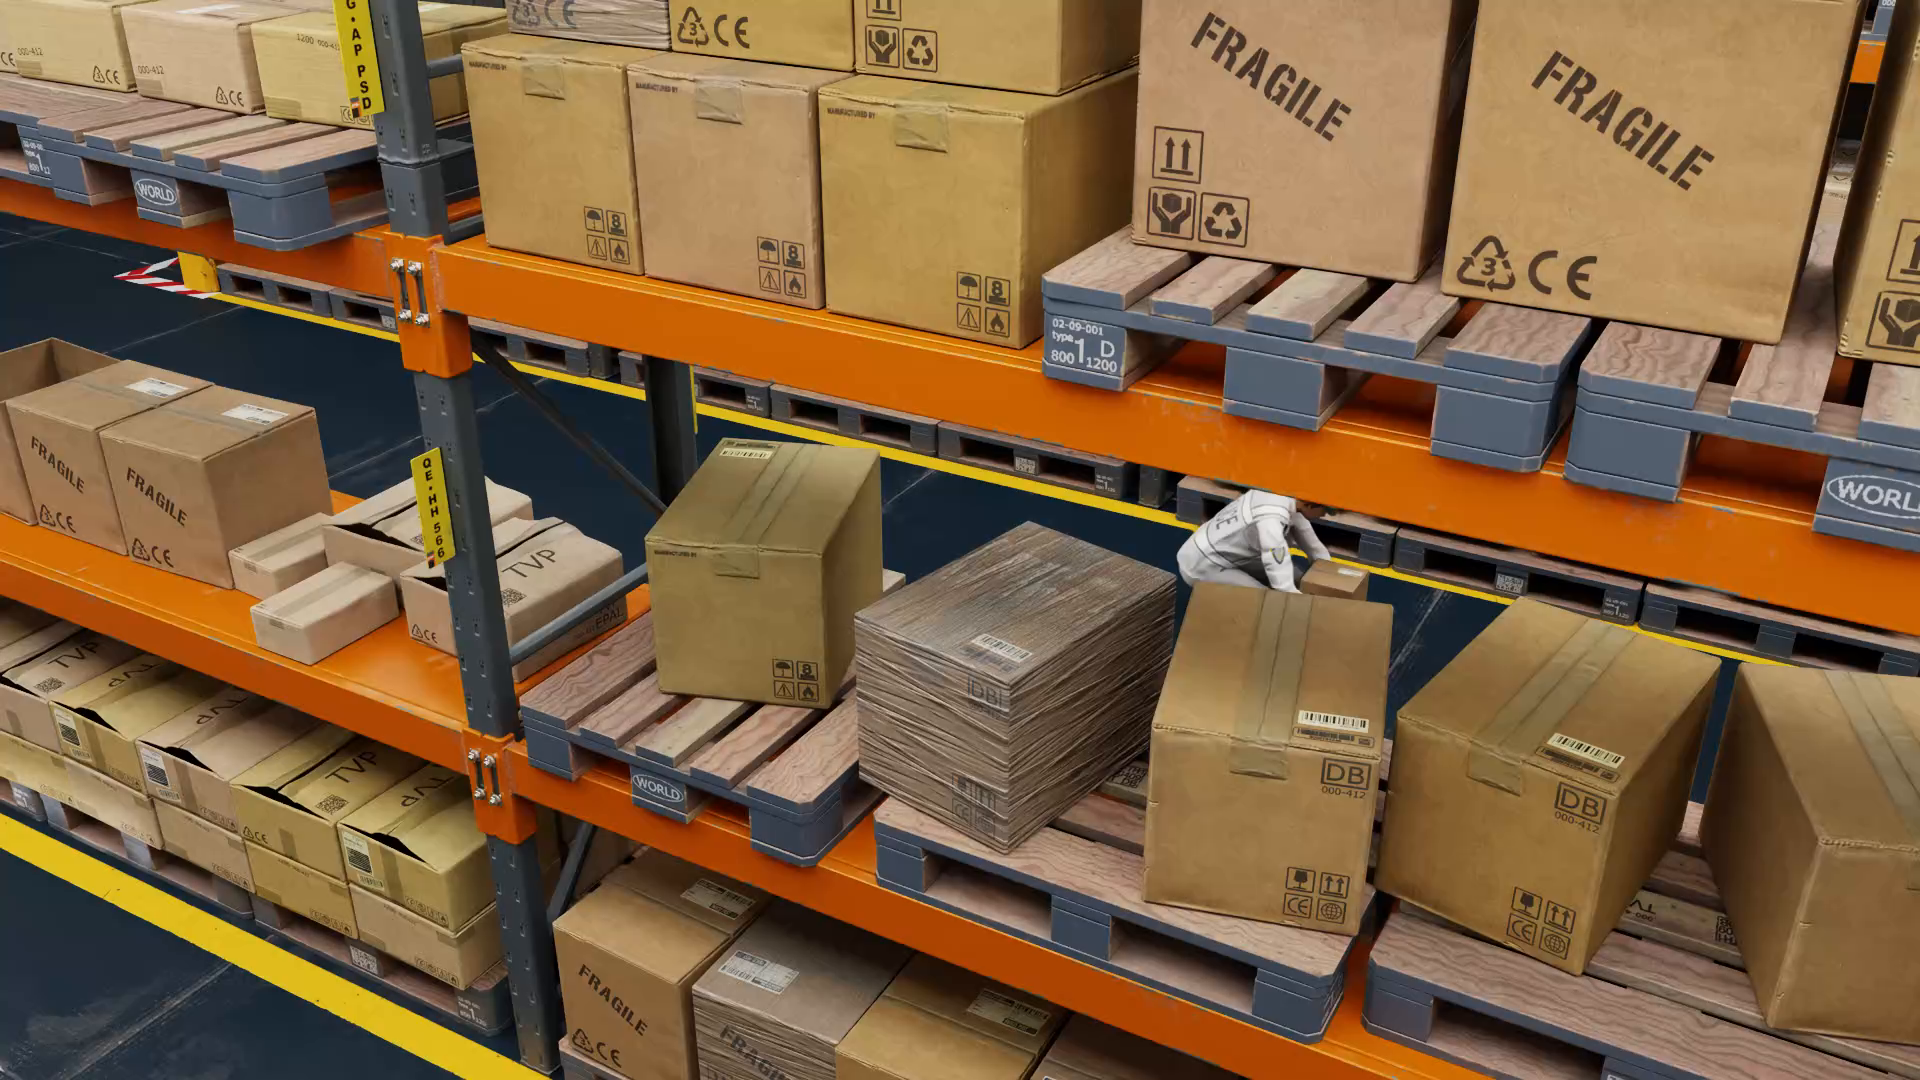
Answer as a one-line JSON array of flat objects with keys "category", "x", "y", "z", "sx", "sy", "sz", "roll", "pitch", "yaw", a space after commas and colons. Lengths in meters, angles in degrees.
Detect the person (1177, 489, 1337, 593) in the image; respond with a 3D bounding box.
[{"category": "person", "x": 1.434, "y": 0.069, "z": 7.778, "sx": 0.824, "sy": 0.960, "sz": 0.500, "roll": 14, "pitch": 30, "yaw": 26}]
